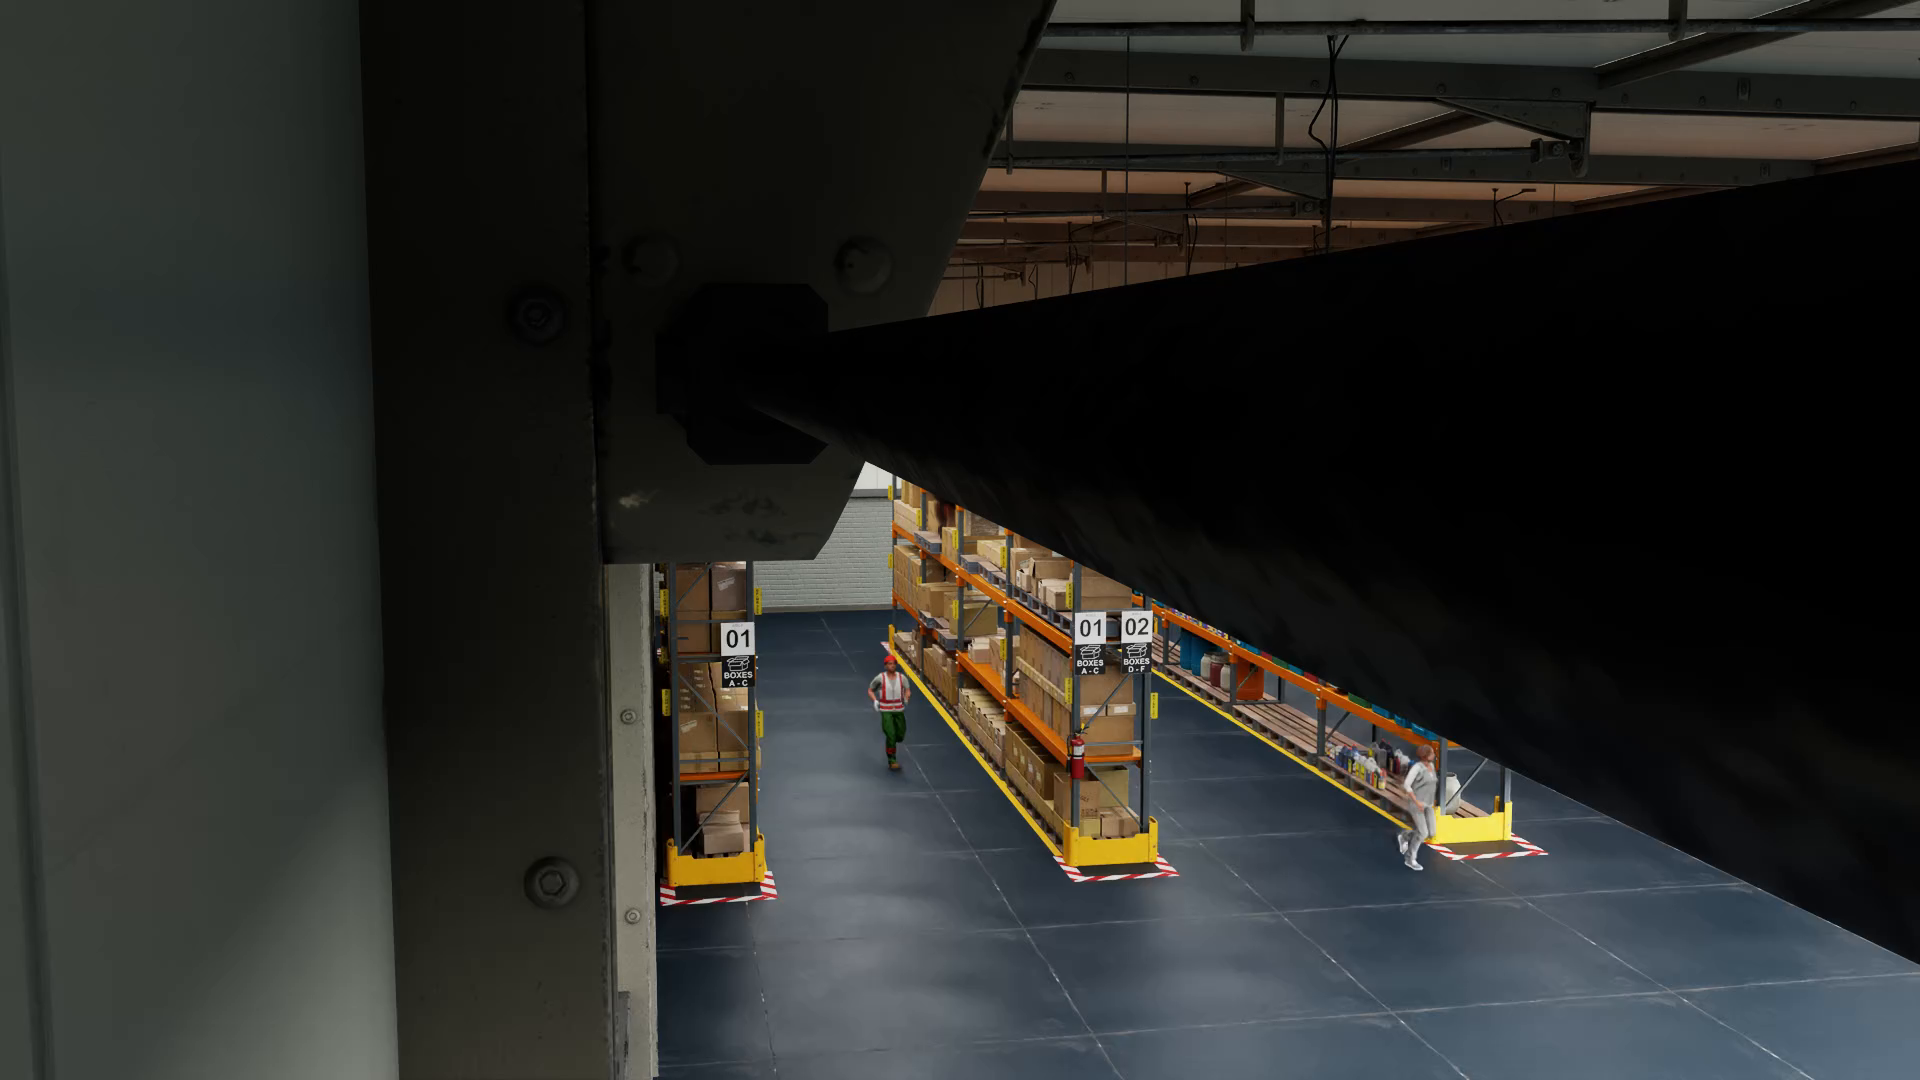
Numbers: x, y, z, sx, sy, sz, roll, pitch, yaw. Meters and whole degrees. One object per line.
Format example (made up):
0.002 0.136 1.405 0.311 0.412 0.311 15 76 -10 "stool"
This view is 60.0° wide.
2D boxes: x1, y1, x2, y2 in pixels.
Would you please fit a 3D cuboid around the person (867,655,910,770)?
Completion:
-1.085 2.662 25.934 0.664 1.750 0.792 -2 7 -19 "person"

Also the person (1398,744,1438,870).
5.762 3.325 20.879 0.585 1.539 0.505 -5 8 -38 "person"
